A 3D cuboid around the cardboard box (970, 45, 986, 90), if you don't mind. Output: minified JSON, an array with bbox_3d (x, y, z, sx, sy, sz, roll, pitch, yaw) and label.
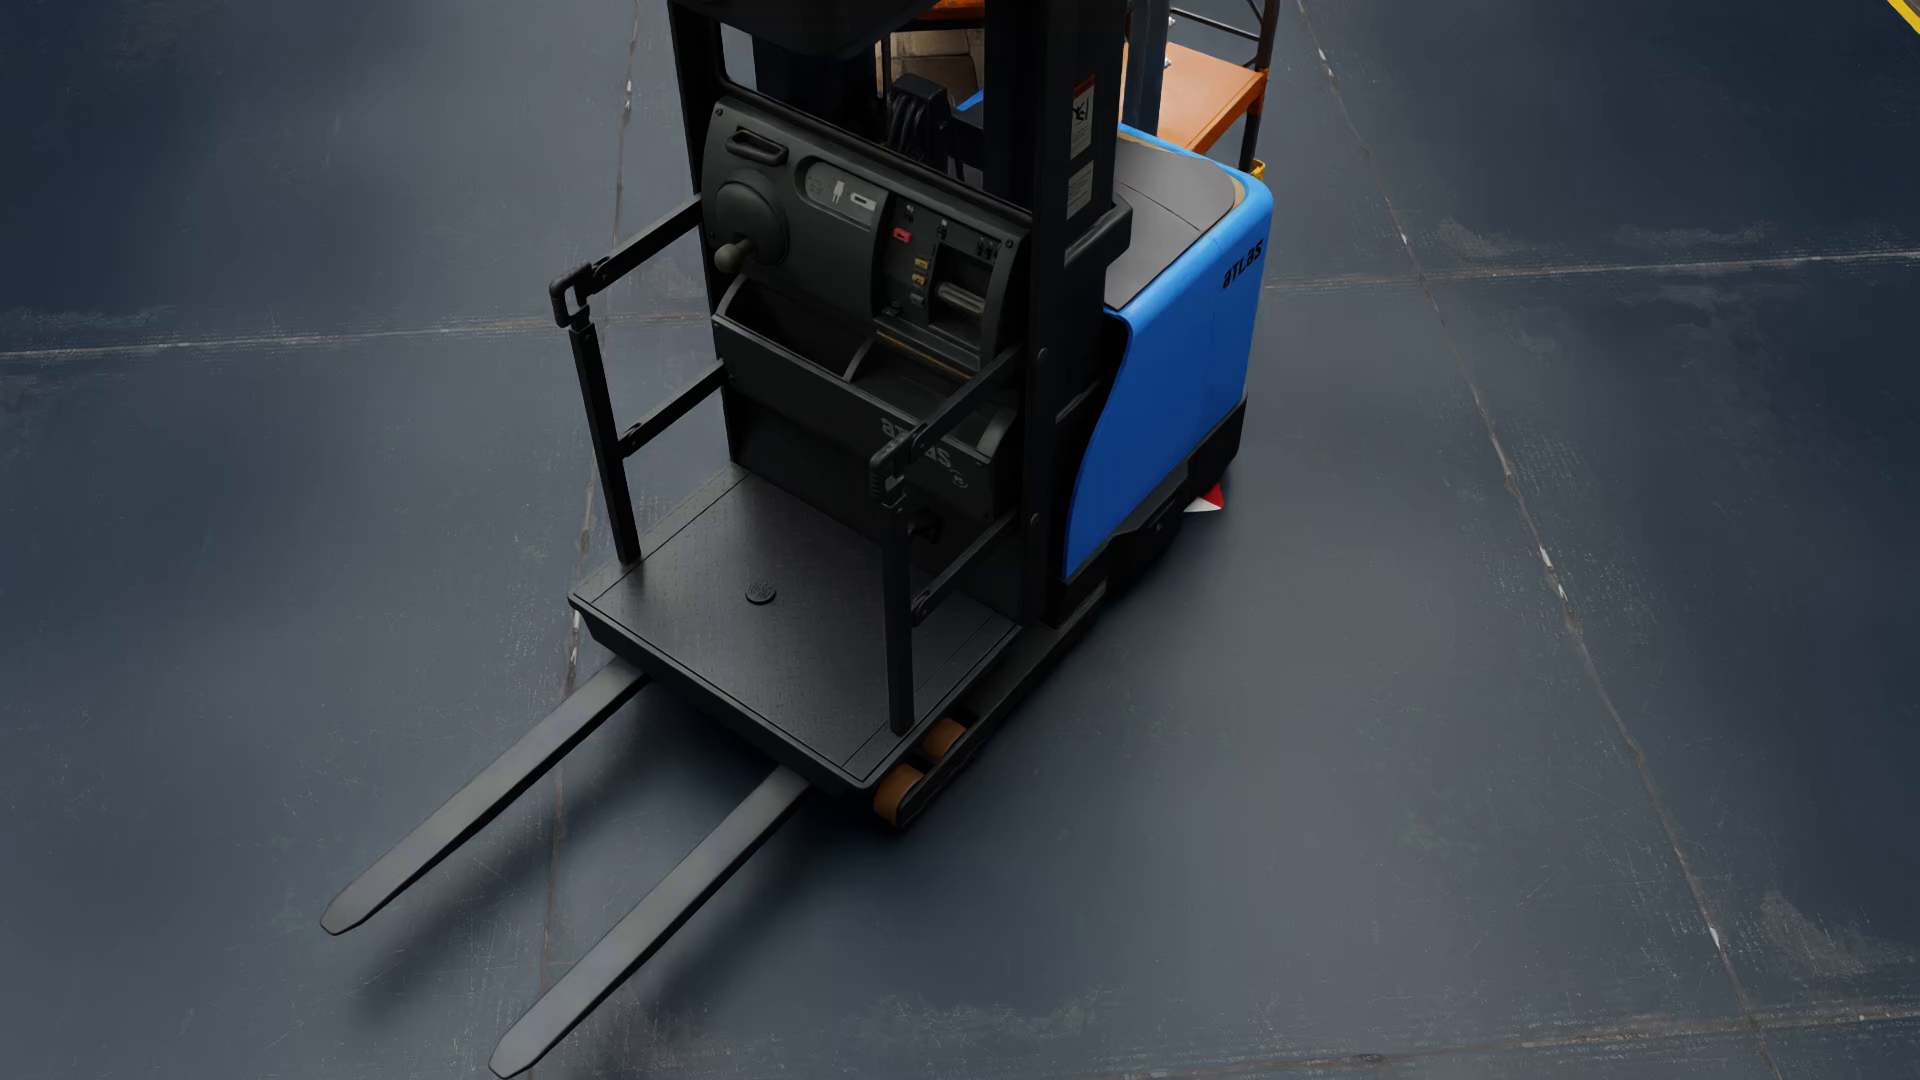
[{"bbox_3d":[0.308,-1.658,6.345,0.500,0.250,0.500,-3,47,-3],"label":"cardboard box"}]

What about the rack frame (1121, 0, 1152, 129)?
[{"bbox_3d":[0.316,-1.183,5.264,0.500,1.500,0.032,26,53,21],"label":"rack frame"}]

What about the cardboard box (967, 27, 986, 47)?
[{"bbox_3d":[0.266,-2.020,6.688,0.500,0.250,0.500,-3,47,-3],"label":"cardboard box"}]

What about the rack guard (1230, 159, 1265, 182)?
[{"bbox_3d":[0.860,-1.399,6.302,0.587,0.250,0.087,26,53,21],"label":"rack guard"}]

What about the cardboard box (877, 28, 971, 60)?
[{"bbox_3d":[-0.228,-1.954,6.625,0.500,0.250,0.500,-3,47,-3],"label":"cardboard box"}]

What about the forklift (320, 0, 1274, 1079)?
[{"bbox_3d":[-0.381,-0.646,3.843,1.130,2.935,3.031,29,53,25],"label":"forklift"}]

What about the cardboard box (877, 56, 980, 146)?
[{"bbox_3d":[-0.178,-1.350,5.882,0.500,0.500,0.500,-3,47,-3],"label":"cardboard box"}]

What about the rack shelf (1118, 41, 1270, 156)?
[{"bbox_3d":[0.590,-1.380,5.684,0.538,0.185,1.000,26,53,21],"label":"rack shelf"}]

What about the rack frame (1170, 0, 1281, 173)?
[{"bbox_3d":[0.868,-1.816,5.836,0.500,1.500,0.032,26,53,21],"label":"rack frame"}]

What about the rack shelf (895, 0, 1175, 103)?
[{"bbox_3d":[-0.055,-2.880,6.407,1.077,0.370,4.000,-3,47,-3],"label":"rack shelf"}]

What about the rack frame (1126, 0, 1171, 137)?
[{"bbox_3d":[0.113,-1.680,4.775,1.000,3.000,0.127,-3,47,-3],"label":"rack frame"}]

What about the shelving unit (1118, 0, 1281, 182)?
[{"bbox_3d":[0.597,-1.505,5.555,0.587,1.500,1.083,26,53,21],"label":"shelving unit"}]
